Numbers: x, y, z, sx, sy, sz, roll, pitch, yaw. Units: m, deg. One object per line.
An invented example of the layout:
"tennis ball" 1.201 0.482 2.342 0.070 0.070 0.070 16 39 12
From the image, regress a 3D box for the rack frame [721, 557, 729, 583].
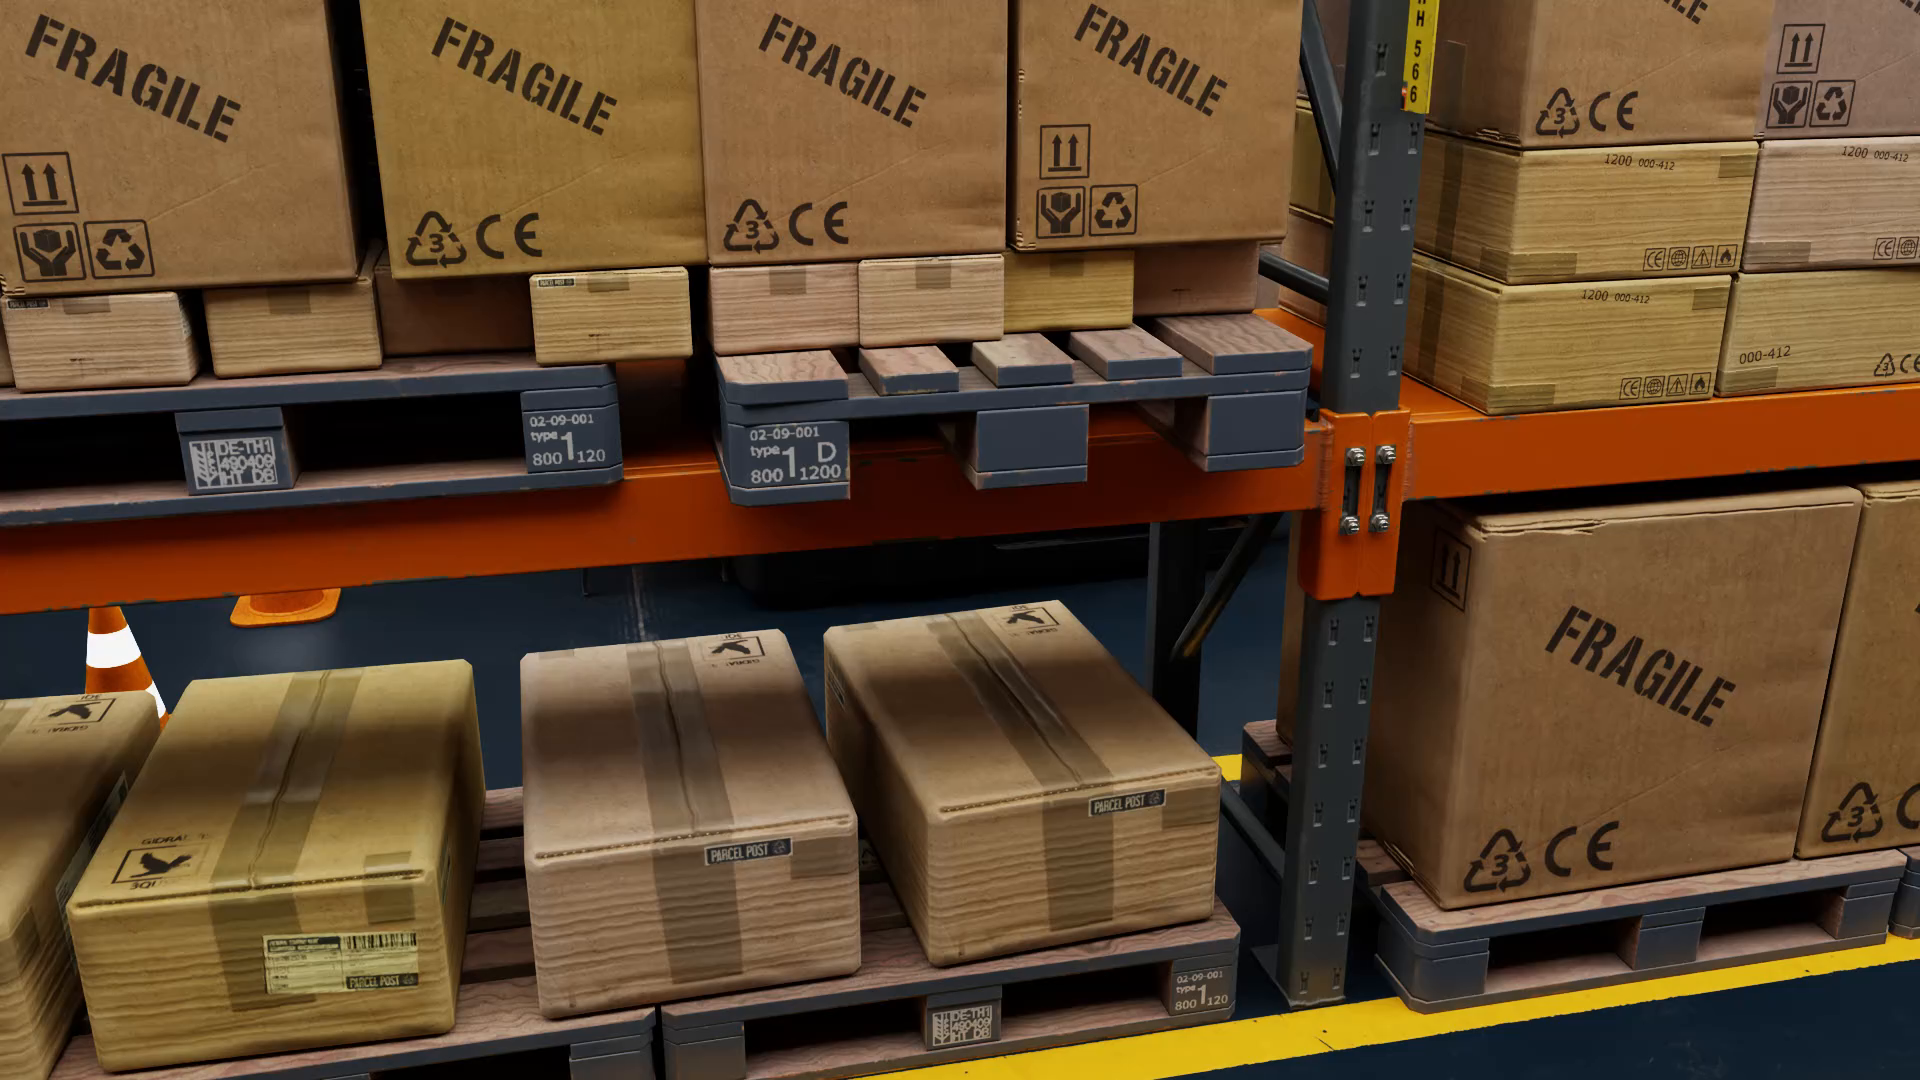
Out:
"rack frame" -0.881 -0.899 5.716 0.015 2.100 0.400 -5 21 -14

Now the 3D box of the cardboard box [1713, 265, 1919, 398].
"cardboard box" 1.684 -0.502 3.542 0.500 0.250 0.500 -5 21 -14

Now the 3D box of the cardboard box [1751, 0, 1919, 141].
"cardboard box" 1.671 -1.087 3.323 0.500 0.500 0.500 -5 21 -12

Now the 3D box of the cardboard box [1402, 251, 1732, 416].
"cardboard box" 1.188 -0.455 3.415 0.500 0.250 0.500 -5 21 -13

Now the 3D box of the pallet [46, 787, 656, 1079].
"pallet" -1.292 0.895 3.565 1.213 0.211 1.003 -5 21 -12

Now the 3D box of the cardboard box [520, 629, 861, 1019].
"cardboard box" -0.615 0.568 3.613 0.625 0.372 0.950 -5 21 -14

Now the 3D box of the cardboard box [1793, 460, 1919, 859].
"cardboard box" 2.214 0.133 4.069 0.875 0.875 0.875 -4 21 -12

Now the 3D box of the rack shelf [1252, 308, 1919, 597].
"rack shelf" 2.600 -0.392 4.069 4.000 0.370 1.077 -5 21 -12

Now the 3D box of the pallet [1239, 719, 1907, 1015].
"pallet" 1.438 0.701 4.094 1.213 0.211 1.003 -5 21 -12

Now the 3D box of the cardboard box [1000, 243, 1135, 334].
"cardboard box" 0.145 -0.500 3.074 0.250 0.149 0.380 -4 21 -12

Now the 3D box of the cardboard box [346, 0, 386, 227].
"cardboard box" -1.347 -0.872 3.146 0.500 0.500 0.500 -5 21 -15

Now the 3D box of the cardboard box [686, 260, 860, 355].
"cardboard box" -0.337 -0.448 2.932 0.250 0.149 0.380 -6 21 -15

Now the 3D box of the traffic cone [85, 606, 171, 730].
"traffic cone" -2.354 0.370 4.633 0.334 0.463 0.336 -5 21 -12

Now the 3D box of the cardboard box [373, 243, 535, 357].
"cardboard box" -0.875 -0.444 2.921 0.250 0.149 0.380 -4 21 -12

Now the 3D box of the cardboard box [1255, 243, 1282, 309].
"cardboard box" 1.647 -1.338 8.629 0.500 0.500 0.500 -5 21 -14

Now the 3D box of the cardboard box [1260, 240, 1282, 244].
"cardboard box" 1.628 -1.686 8.490 0.500 0.250 0.500 -6 21 -15

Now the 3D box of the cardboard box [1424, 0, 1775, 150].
"cardboard box" 1.190 -1.045 3.207 0.500 0.500 0.500 -5 21 -14

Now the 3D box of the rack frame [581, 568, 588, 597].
"rack frame" -1.352 -0.855 5.595 0.015 2.100 0.400 -5 21 -14

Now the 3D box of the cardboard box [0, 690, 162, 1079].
"cardboard box" -2.030 0.682 3.303 0.625 0.372 0.950 -3 20 -9

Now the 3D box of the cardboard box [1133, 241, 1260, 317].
"cardboard box" 0.389 -0.546 3.198 0.250 0.149 0.380 -4 20 -10

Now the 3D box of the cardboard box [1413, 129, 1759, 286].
"cardboard box" 1.204 -0.693 3.337 0.500 0.250 0.500 -5 21 -13

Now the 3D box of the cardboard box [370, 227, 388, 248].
"cardboard box" -1.020 -0.574 3.276 0.250 0.149 0.380 -4 20 -10

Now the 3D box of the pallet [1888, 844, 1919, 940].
"pallet" 2.623 0.605 4.355 1.213 0.211 1.003 -5 21 -12

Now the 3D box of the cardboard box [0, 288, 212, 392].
"cardboard box" -1.353 -0.366 2.707 0.250 0.149 0.380 -4 20 -10

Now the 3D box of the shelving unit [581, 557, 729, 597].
"shelving unit" -1.117 -0.877 5.656 0.503 2.100 0.431 -5 21 -14

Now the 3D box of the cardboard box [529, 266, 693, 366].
"cardboard box" -0.602 -0.422 2.860 0.250 0.149 0.380 -4 21 -12

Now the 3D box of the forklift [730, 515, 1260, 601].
"forklift" 0.600 -1.433 5.965 3.031 2.935 1.130 -5 21 -14

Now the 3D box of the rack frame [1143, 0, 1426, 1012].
"rack frame" 0.654 -0.571 3.513 0.127 3.000 1.000 -5 21 -12

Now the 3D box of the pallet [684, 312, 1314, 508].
"pallet" -0.015 -0.389 3.295 1.003 0.211 1.213 -5 21 -12

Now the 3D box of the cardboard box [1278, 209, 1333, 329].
"cardboard box" 1.086 -0.628 3.886 0.500 0.250 0.500 -5 21 -14

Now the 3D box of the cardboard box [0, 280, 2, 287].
"cardboard box" -1.745 -0.654 2.551 0.500 0.500 0.500 -5 21 -13

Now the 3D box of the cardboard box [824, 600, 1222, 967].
"cardboard box" 0.102 0.507 3.780 0.625 0.372 0.950 -6 21 -16

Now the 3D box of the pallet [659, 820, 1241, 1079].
"pallet" -0.107 0.799 3.825 1.213 0.211 1.003 -5 21 -12

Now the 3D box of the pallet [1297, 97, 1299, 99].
"pallet" 1.333 -2.301 8.513 1.213 0.211 1.003 -5 21 -12

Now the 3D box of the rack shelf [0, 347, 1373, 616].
"rack shelf" -1.292 -0.075 3.205 4.000 0.370 1.077 -5 21 -12

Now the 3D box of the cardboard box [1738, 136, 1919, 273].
"cardboard box" 1.707 -0.734 3.448 0.500 0.250 0.500 -4 21 -11

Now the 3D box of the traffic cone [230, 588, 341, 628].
"traffic cone" -2.302 0.012 5.609 0.334 0.463 0.336 -5 21 -12

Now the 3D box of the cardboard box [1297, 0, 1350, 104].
"cardboard box" 1.097 -1.216 3.675 0.500 0.500 0.500 -5 21 -14

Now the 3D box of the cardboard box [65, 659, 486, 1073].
"cardboard box" -1.354 0.626 3.455 0.625 0.372 0.950 -4 20 -11

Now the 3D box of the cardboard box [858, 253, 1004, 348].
"cardboard box" -0.090 -0.465 2.979 0.250 0.149 0.380 -5 21 -13

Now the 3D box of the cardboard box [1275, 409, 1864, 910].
"cardboard box" 1.345 0.202 3.880 0.875 0.875 0.875 -5 21 -13

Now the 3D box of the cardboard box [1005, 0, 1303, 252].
"cardboard box" 0.275 -0.826 3.020 0.500 0.500 0.500 -5 21 -14

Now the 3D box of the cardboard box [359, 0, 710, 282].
"cardboard box" -0.716 -0.741 2.789 0.500 0.500 0.500 -6 21 -16

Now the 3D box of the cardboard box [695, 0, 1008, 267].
"cardboard box" -0.225 -0.782 2.899 0.500 0.500 0.500 -5 21 -13

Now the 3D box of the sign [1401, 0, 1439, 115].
"sign" 0.788 -0.897 2.834 0.005 0.325 0.100 -5 21 -12

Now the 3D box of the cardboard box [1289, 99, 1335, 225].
"cardboard box" 1.067 -0.859 3.790 0.500 0.250 0.500 -5 21 -13

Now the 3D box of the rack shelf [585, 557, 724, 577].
"rack shelf" -1.117 -0.207 5.901 0.480 0.518 0.431 -5 21 -14

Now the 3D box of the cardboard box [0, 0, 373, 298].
"cardboard box" -1.247 -0.698 2.672 0.500 0.500 0.500 -6 21 -15

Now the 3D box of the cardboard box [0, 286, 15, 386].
"cardboard box" -1.624 -0.362 2.697 0.250 0.149 0.380 -4 21 -12

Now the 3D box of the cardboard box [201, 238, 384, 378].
"cardboard box" -1.101 -0.397 2.791 0.250 0.149 0.380 -5 21 -14

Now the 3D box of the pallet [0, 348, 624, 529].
"pallet" -1.263 -0.311 3.081 1.213 0.211 1.003 -5 21 -12
